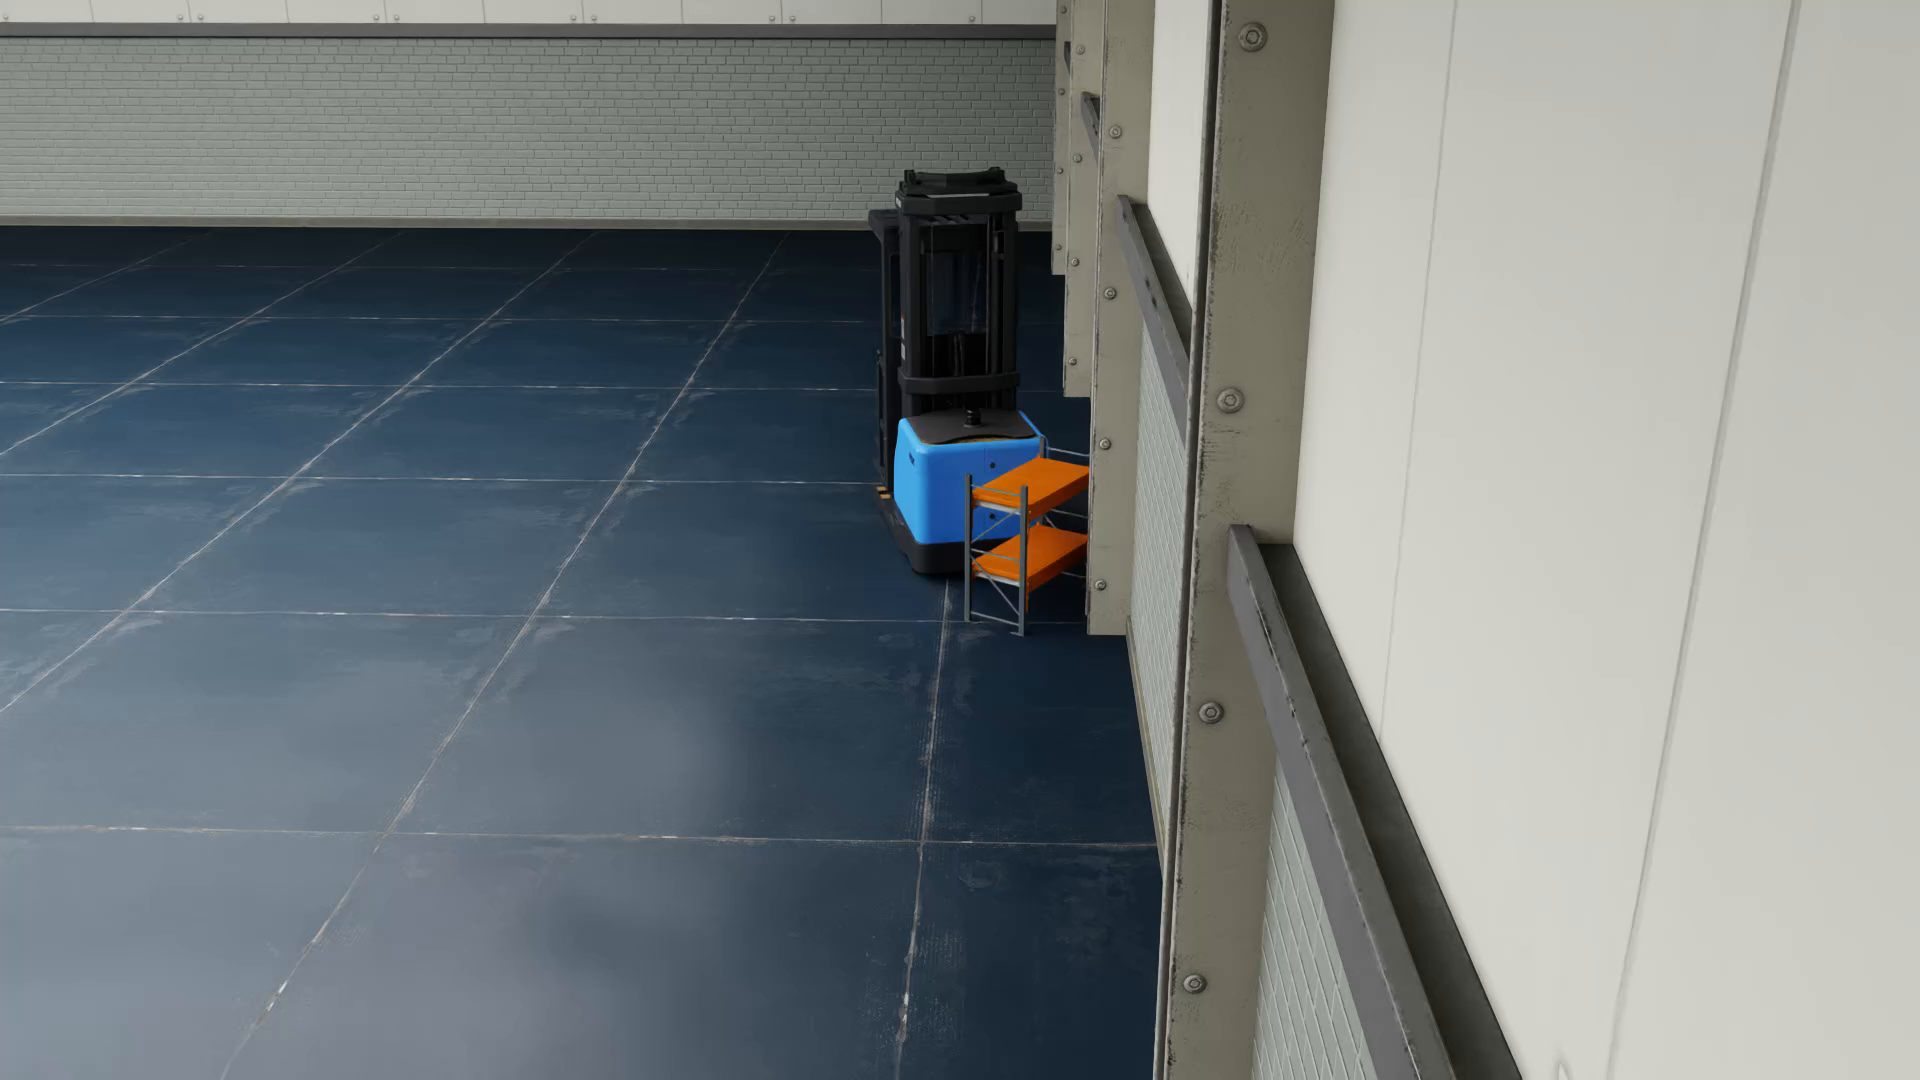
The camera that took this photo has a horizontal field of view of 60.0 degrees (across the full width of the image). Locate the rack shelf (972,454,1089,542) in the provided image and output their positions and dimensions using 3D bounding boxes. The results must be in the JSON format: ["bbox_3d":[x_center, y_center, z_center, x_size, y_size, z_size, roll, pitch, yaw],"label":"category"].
[{"bbox_3d":[0.529,-0.317,11.982,0.538,0.278,1.000,13,25,31],"label":"rack shelf"}]

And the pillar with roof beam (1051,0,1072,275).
[{"bbox_3d":[-2.873,-7.981,21.658,9.100,9.000,0.400,1,21,2],"label":"pillar with roof beam"}]

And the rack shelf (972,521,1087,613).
[{"bbox_3d":[0.529,0.184,12.176,0.538,0.278,1.000,13,25,31],"label":"rack shelf"}]

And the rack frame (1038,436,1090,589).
[{"bbox_3d":[0.809,-0.198,12.483,0.500,1.125,0.032,13,25,31],"label":"rack frame"}]

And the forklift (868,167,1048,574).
[{"bbox_3d":[-0.129,-1.610,13.627,1.130,2.935,3.031,-4,22,-11],"label":"forklift"}]

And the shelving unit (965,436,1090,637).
[{"bbox_3d":[0.529,-0.044,12.087,0.538,1.125,1.048,13,25,31],"label":"shelving unit"}]

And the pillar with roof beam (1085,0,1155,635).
[{"bbox_3d":[-3.238,-3.642,10.476,9.100,9.000,0.400,1,21,2],"label":"pillar with roof beam"}]

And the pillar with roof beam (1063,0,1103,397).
[{"bbox_3d":[-3.056,-5.812,16.067,9.100,9.000,0.400,1,21,2],"label":"pillar with roof beam"}]

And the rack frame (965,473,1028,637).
[{"bbox_3d":[0.250,0.110,11.691,0.500,1.125,0.032,13,25,31],"label":"rack frame"}]
